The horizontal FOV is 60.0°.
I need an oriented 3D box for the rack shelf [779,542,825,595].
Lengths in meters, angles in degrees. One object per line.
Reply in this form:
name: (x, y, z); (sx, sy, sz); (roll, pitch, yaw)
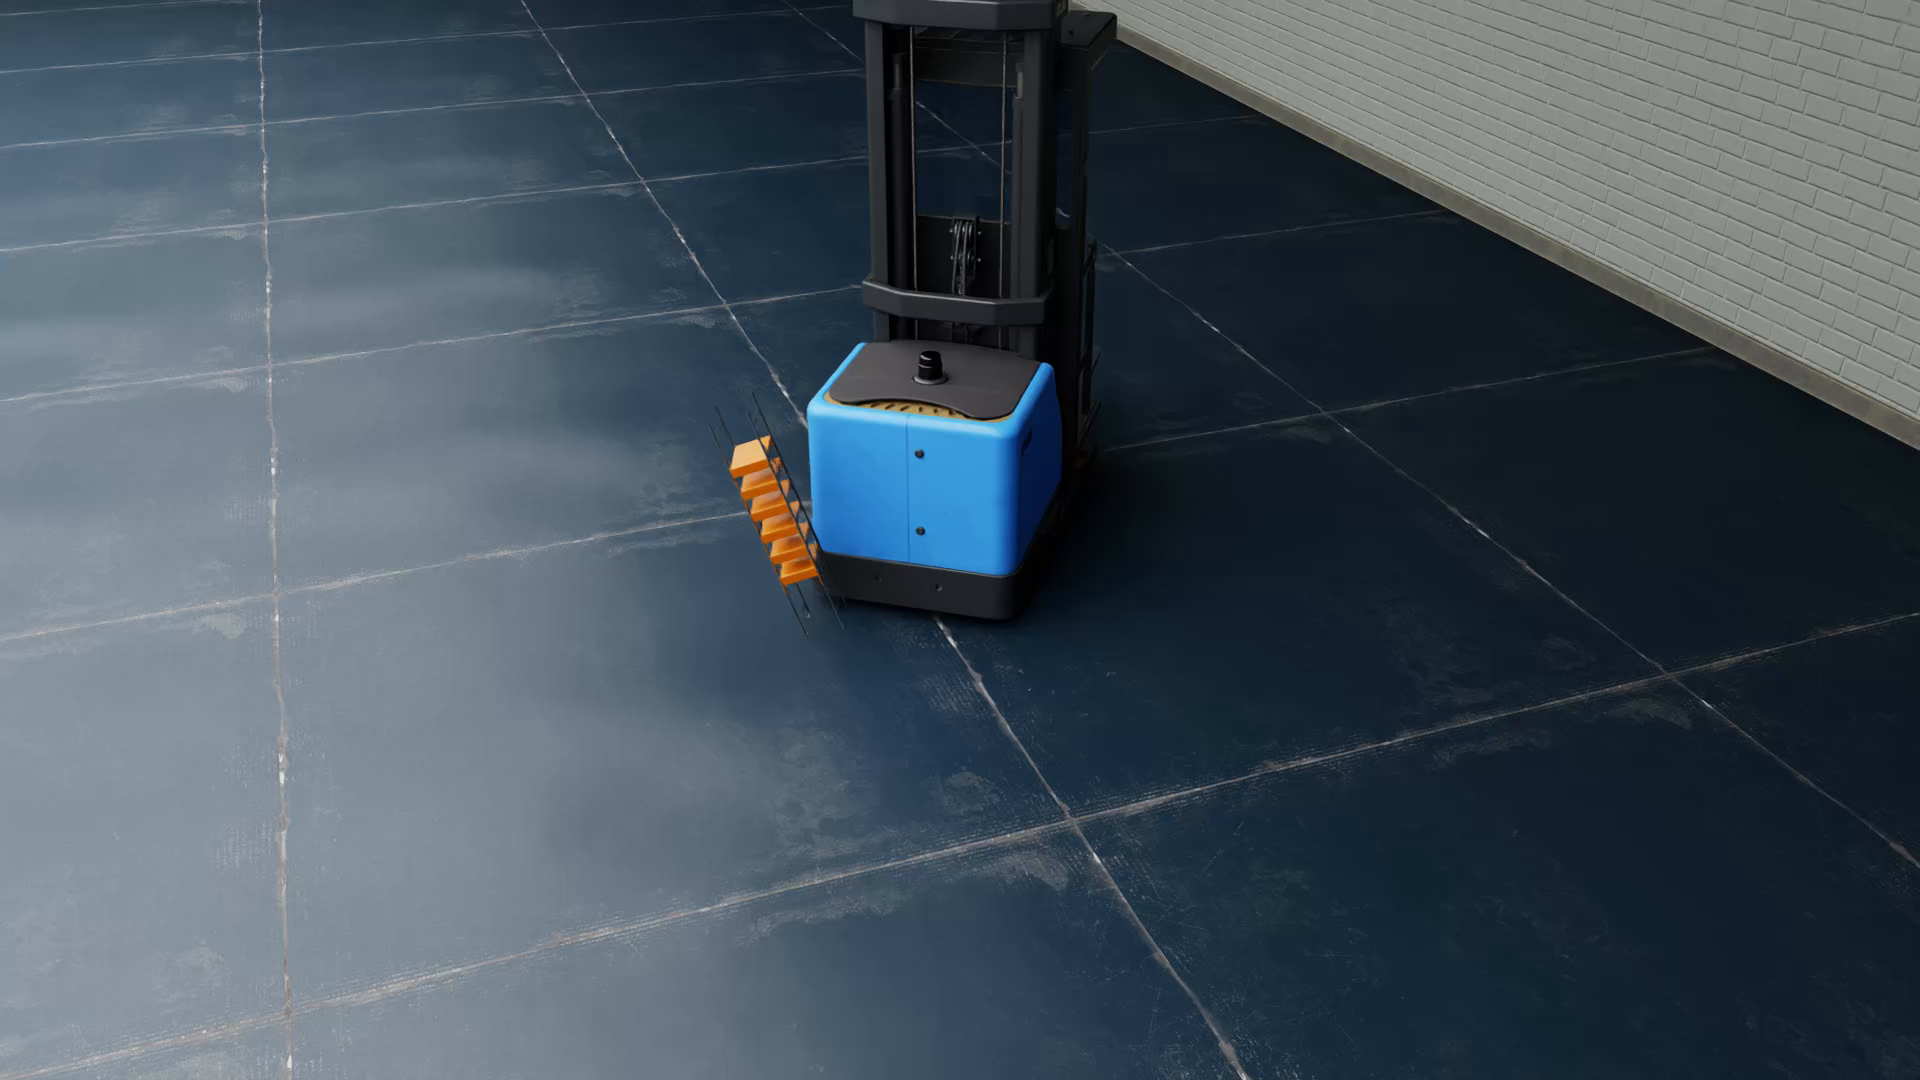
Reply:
rack shelf: (-0.743, 0.131, 7.852); (0.180, 0.103, 0.258); (-17, 29, 8)

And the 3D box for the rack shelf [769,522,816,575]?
rack shelf: (-0.782, 0.032, 7.795); (0.180, 0.103, 0.258); (-17, 29, 8)

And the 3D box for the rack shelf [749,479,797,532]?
rack shelf: (-0.859, -0.164, 7.681); (0.180, 0.103, 0.258); (-17, 29, 8)

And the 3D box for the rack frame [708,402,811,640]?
rack frame: (-0.921, -0.076, 7.730); (0.006, 1.200, 0.240); (-17, 29, 8)

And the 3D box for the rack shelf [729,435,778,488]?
rack shelf: (-0.936, -0.361, 7.567); (0.180, 0.103, 0.258); (-17, 29, 8)

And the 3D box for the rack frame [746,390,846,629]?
rack frame: (-0.748, -0.129, 7.704); (0.006, 1.200, 0.240); (-17, 29, 8)

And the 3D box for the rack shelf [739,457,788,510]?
rack shelf: (-0.897, -0.263, 7.624); (0.180, 0.103, 0.258); (-17, 29, 8)

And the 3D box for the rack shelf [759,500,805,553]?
rack shelf: (-0.820, -0.066, 7.738); (0.180, 0.103, 0.258); (-17, 29, 8)

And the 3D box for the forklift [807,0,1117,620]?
forklift: (0.154, -1.609, 8.613); (1.130, 2.935, 3.031); (8, 31, 13)

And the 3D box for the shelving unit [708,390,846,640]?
shelving unit: (-0.835, -0.103, 7.717); (0.189, 1.200, 0.258); (-17, 29, 8)
